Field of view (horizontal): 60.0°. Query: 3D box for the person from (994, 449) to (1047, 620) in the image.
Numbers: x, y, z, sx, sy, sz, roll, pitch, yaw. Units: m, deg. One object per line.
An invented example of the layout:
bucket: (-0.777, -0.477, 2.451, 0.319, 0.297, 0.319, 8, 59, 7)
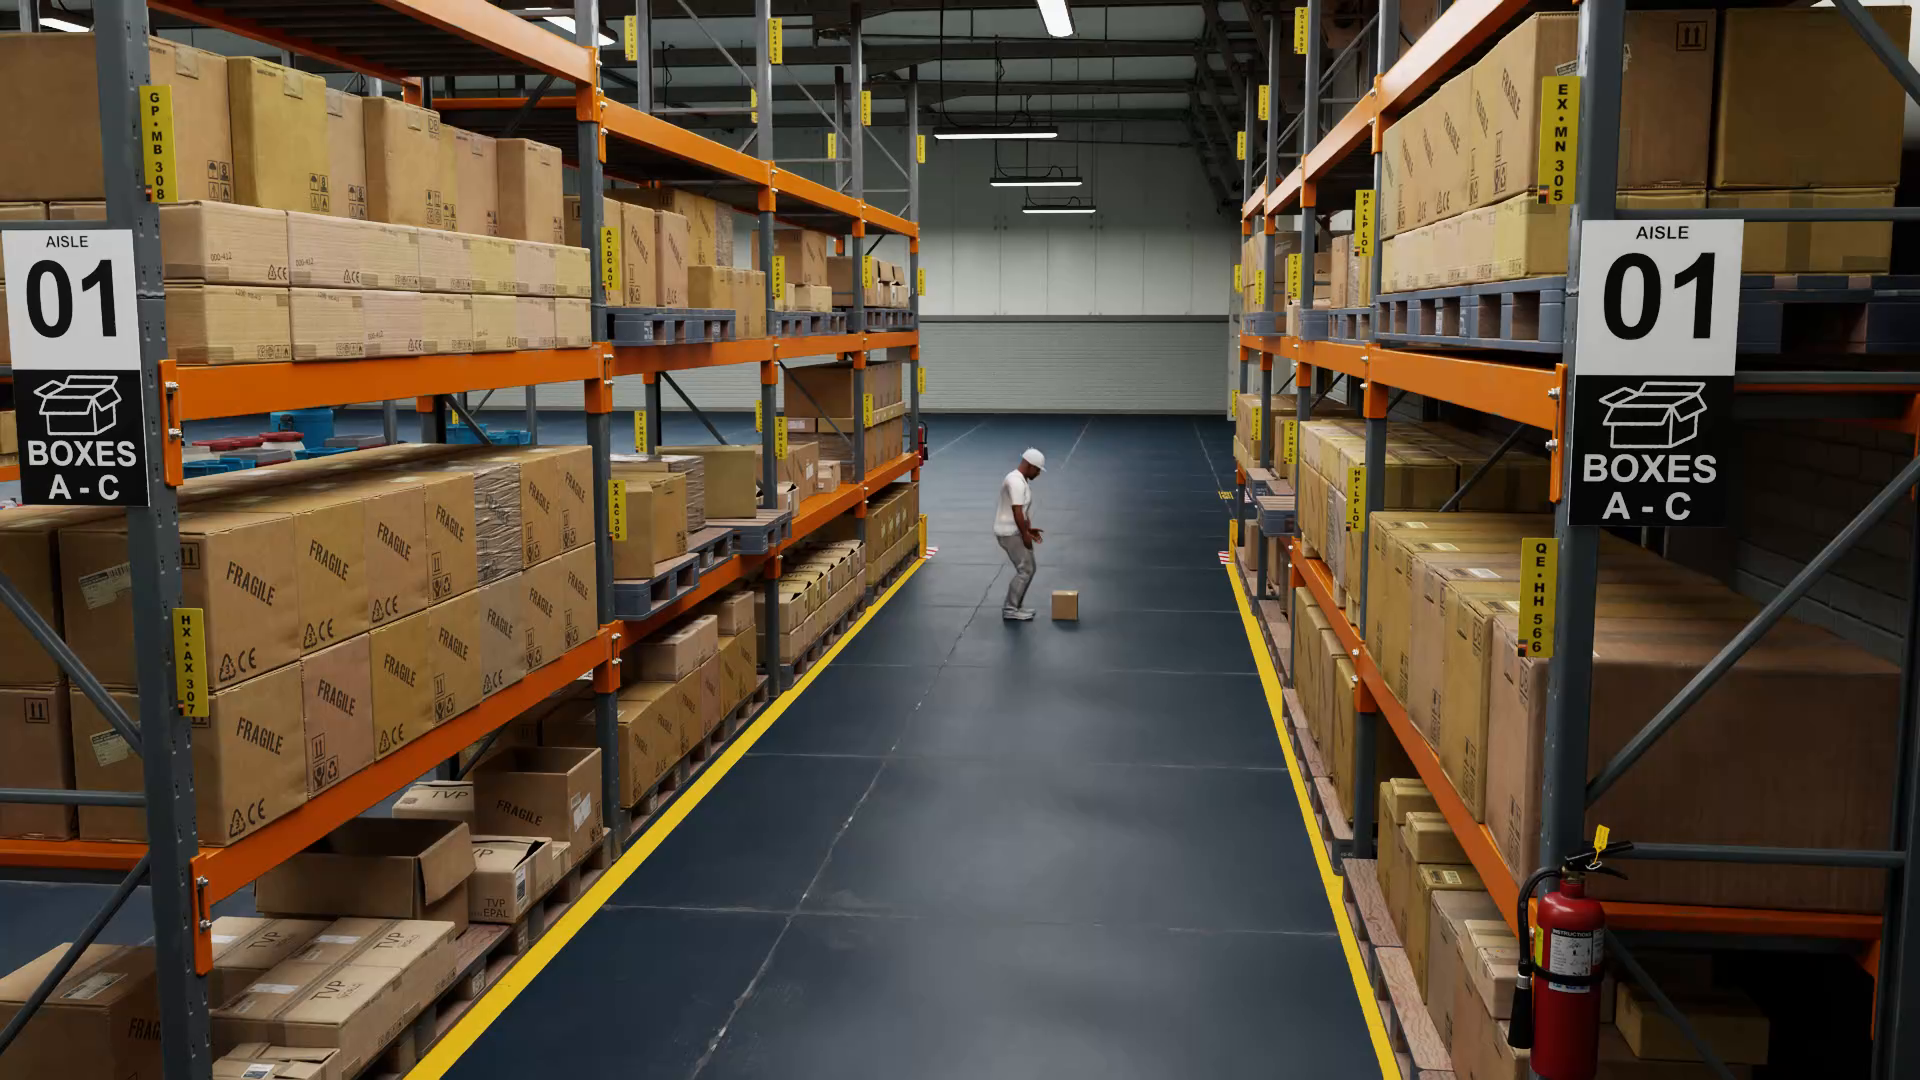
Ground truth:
person: (0.601, -0.068, 16.543, 0.511, 1.682, 0.602, 1, 8, 8)
